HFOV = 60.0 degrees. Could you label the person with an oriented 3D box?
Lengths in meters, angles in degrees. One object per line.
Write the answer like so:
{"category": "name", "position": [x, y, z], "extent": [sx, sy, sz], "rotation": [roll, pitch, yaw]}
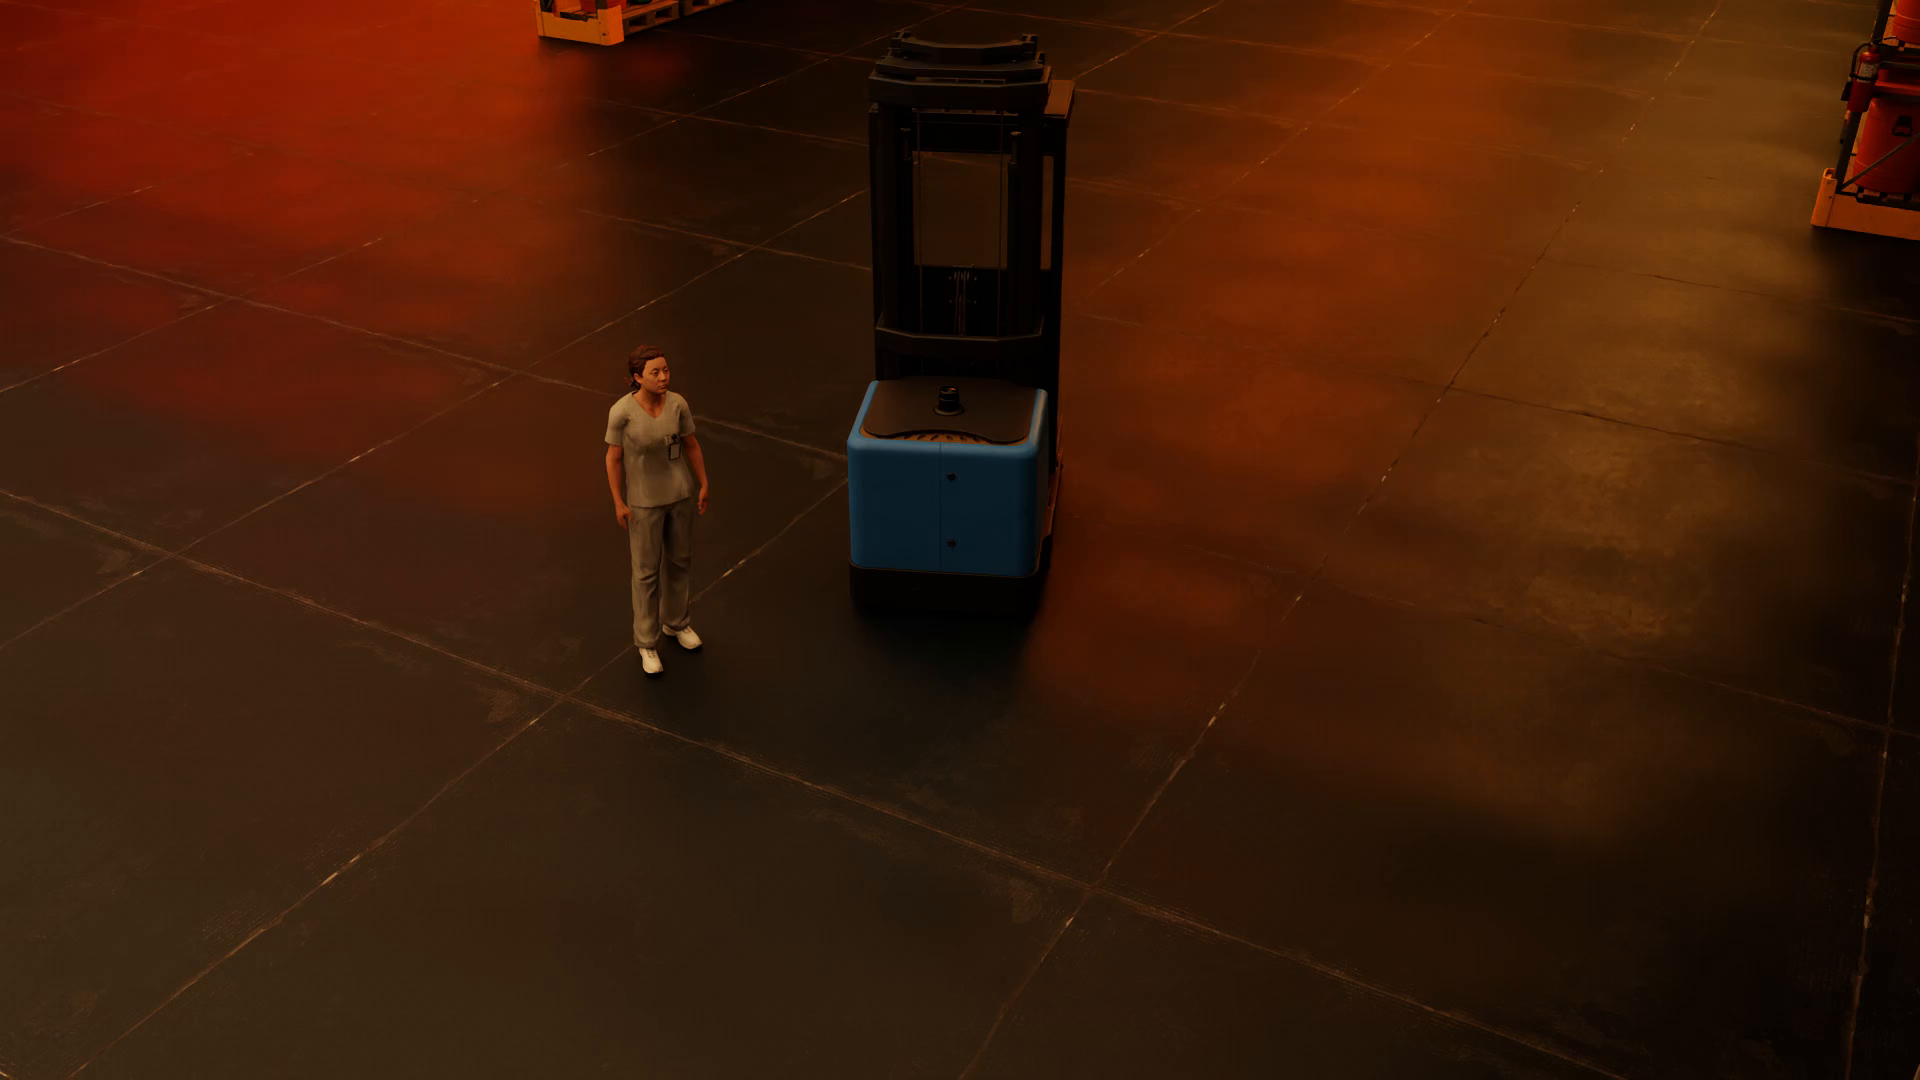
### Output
{"category": "person", "position": [-1.537, -0.182, 8.627], "extent": [0.551, 1.673, 0.548], "rotation": [-18, 35, -28]}

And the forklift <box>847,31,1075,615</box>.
{"category": "forklift", "position": [0.072, -1.572, 9.794], "extent": [1.130, 2.935, 3.031], "rotation": [3, 30, 6]}
